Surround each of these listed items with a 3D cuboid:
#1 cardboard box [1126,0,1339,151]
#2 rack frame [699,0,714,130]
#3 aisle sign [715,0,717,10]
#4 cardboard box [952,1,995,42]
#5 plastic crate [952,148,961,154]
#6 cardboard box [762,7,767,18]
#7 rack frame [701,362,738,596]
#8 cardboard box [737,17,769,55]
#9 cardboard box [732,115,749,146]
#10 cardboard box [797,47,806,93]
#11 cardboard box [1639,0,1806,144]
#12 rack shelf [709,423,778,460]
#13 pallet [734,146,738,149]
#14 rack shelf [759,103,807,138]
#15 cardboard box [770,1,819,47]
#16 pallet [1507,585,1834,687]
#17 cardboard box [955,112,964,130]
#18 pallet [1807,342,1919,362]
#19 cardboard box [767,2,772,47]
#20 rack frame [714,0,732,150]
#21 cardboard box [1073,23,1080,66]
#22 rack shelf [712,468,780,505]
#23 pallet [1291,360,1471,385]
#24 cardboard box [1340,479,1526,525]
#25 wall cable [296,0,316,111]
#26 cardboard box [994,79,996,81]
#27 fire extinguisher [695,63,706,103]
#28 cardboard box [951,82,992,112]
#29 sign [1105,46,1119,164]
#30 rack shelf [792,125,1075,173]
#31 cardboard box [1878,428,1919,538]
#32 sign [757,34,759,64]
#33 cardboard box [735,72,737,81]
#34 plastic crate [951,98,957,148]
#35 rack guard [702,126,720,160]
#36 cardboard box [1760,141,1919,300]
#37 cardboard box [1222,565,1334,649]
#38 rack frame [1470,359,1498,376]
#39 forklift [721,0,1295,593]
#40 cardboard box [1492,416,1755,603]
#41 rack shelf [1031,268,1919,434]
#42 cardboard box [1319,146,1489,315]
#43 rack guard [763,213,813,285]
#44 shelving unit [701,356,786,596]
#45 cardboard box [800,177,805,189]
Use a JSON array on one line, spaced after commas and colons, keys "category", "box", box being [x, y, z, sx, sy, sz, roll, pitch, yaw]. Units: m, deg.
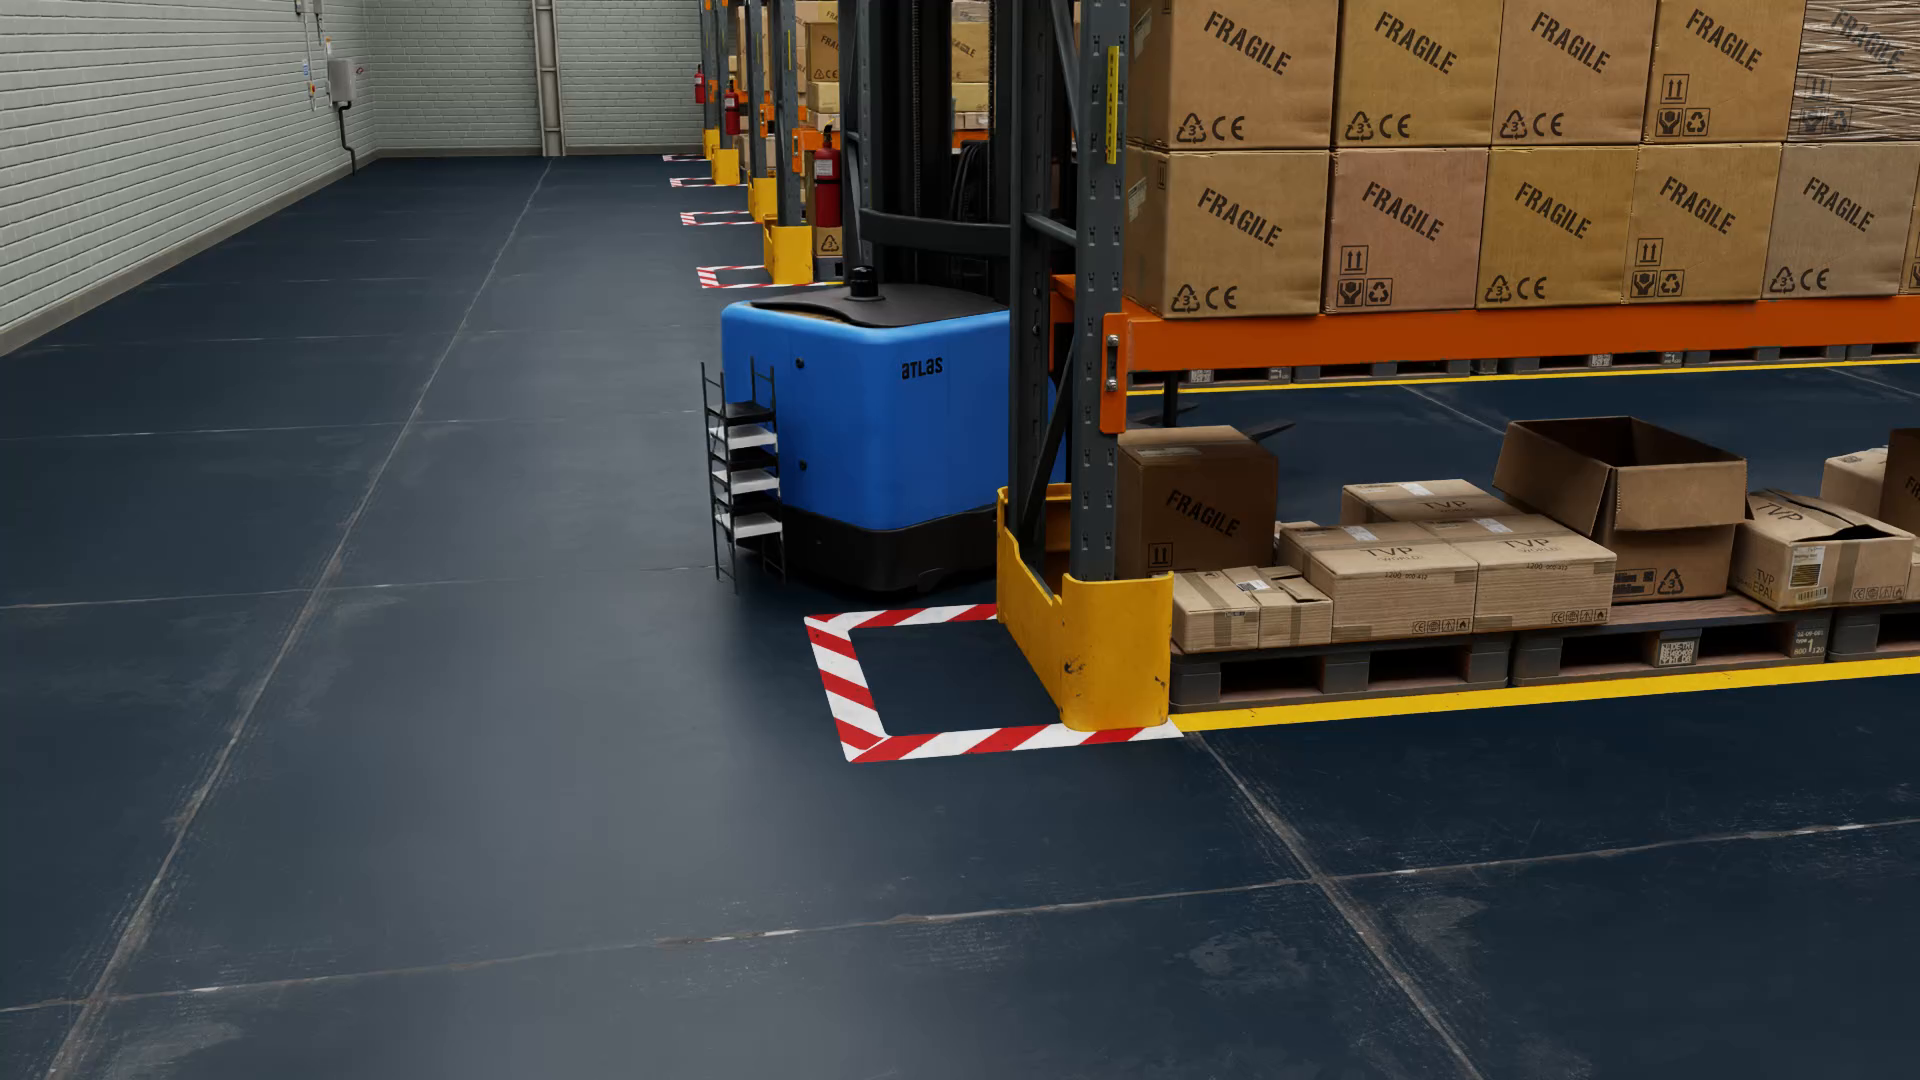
[{"category": "cardboard box", "box": [0.818, -1.467, 5.088, 0.500, 0.500, 0.500, -3, 17, -9]}, {"category": "rack frame", "box": [-4.368, -8.136, 28.674, 0.127, 3.000, 1.000, -3, 17, -10]}, {"category": "aisle sign", "box": [-3.438, -7.860, 23.349, 0.004, 0.787, 0.394, -3, 17, -10]}, {"category": "cardboard box", "box": [0.121, -6.015, 19.391, 0.500, 0.500, 0.500, -3, 17, -9]}, {"category": "plastic crate", "box": [0.032, -2.236, 9.812, 0.298, 0.136, 0.250, -3, 17, -10]}, {"category": "cardboard box", "box": [-2.778, -7.516, 23.678, 0.250, 0.149, 0.380, -3, 17, -9]}, {"category": "rack frame", "box": [-0.944, -0.237, 6.534, 0.006, 0.900, 0.240, -10, 20, -26]}, {"category": "cardboard box", "box": [-2.897, -7.175, 23.674, 0.500, 0.500, 0.500, -4, 17, -12]}, {"category": "cardboard box", "box": [-3.750, -7.150, 29.001, 0.637, 0.503, 0.797, -4, 18, -13]}, {"category": "cardboard box", "box": [-1.891, -5.419, 19.152, 0.500, 0.500, 0.500, -2, 17, -8]}, {"category": "cardboard box", "box": [2.321, -1.553, 5.369, 0.500, 0.500, 0.500, -3, 17, -11]}, {"category": "rack shelf", "box": [-0.857, -0.393, 6.534, 0.200, 0.077, 0.258, -10, 20, -26]}, {"category": "pallet", "box": [-3.511, -6.851, 29.243, 1.213, 0.211, 1.003, -3, 17, -10]}, {"category": "rack shelf", "box": [-0.421, -5.051, 19.857, 4.000, 0.370, 1.077, -3, 17, -10]}, {"category": "cardboard box", "box": [-1.893, -5.900, 19.016, 0.500, 0.500, 0.500, -3, 17, -11]}, {"category": "pallet", "box": [2.385, 0.225, 6.203, 1.213, 0.211, 1.003, -3, 17, -10]}, {"category": "cardboard box", "box": [-0.123, -3.710, 14.695, 0.250, 0.149, 0.380, -4, 17, -12]}, {"category": "pallet", "box": [6.485, -1.477, 11.744, 1.213, 0.211, 1.003, -3, 17, -10]}, {"category": "cardboard box", "box": [-1.982, -6.049, 19.500, 0.500, 0.500, 0.500, -4, 17, -12]}, {"category": "rack frame", "box": [-3.423, -6.705, 24.016, 0.127, 3.000, 1.000, -3, 17, -10]}, {"category": "cardboard box", "box": [0.871, -4.491, 15.281, 0.500, 0.500, 0.500, -4, 17, -12]}, {"category": "rack shelf", "box": [-0.853, -0.222, 6.588, 0.200, 0.077, 0.258, -10, 20, -26]}, {"category": "pallet", "box": [2.610, -1.258, 11.031, 1.213, 0.211, 1.003, -3, 17, -10]}, {"category": "cardboard box", "box": [1.758, -0.034, 6.230, 0.500, 0.250, 0.500, -3, 17, -10]}, {"category": "wall cable", "box": [-8.955, -6.885, 22.818, 0.123, 1.953, 0.585, -3, 17, -10]}, {"category": "cardboard box", "box": [0.391, -4.109, 15.313, 0.500, 0.250, 0.500, -3, 17, -10]}, {"category": "fire extinguisher", "box": [-4.425, -7.779, 28.280, 0.183, 0.674, 0.296, -3, 17, -10]}, {"category": "cardboard box", "box": [-0.017, -3.925, 14.715, 0.500, 0.250, 0.500, -4, 17, -12]}, {"category": "sign", "box": [0.436, -1.250, 4.780, 0.005, 0.325, 0.100, -3, 17, -10]}, {"category": "rack shelf", "box": [0.421, -3.616, 15.183, 4.000, 0.370, 1.077, -3, 17, -10]}, {"category": "cardboard box", "box": [3.755, -0.117, 6.075, 0.500, 0.500, 0.500, -3, 17, -10]}, {"category": "sign", "box": [-2.281, -5.541, 18.752, 0.005, 0.325, 0.100, -3, 17, -10]}, {"category": "cardboard box", "box": [-3.752, -7.982, 28.603, 0.250, 0.149, 0.380, -3, 17, -9]}, {"category": "plastic crate", "box": [-0.310, -2.538, 10.288, 0.499, 0.435, 0.616, -3, 17, -10]}, {"category": "rack guard", "box": [-4.293, -6.945, 29.055, 0.348, 0.500, 1.175, -3, 17, -10]}, {"category": "cardboard box", "box": [2.808, -1.103, 5.606, 0.500, 0.500, 0.500, -3, 17, -9]}, {"category": "cardboard box", "box": [1.055, 0.214, 5.567, 0.250, 0.166, 0.380, -3, 17, -10]}, {"category": "rack frame", "box": [3.324, -2.643, 10.792, 0.127, 3.000, 1.000, -3, 17, -10]}, {"category": "forklift", "box": [0.407, -1.544, 7.330, 3.031, 2.935, 1.130, -16, 23, -42]}, {"category": "cardboard box", "box": [2.417, -0.126, 6.098, 0.637, 0.503, 0.797, -3, 17, -10]}, {"category": "rack shelf", "box": [2.296, -0.760, 5.885, 4.000, 0.370, 1.077, -3, 17, -10]}, {"category": "cardboard box", "box": [1.324, -1.019, 5.333, 0.500, 0.500, 0.500, -3, 17, -11]}, {"category": "rack guard", "box": [-1.566, -2.652, 15.078, 0.348, 0.500, 1.175, -3, 17, -10]}, {"category": "shelving unit", "box": [-0.854, -0.253, 6.578, 0.210, 0.900, 0.258, -10, 20, -26]}, {"category": "cardboard box", "box": [-1.821, -4.219, 19.556, 0.250, 0.149, 0.380, -3, 17, -8]}]
